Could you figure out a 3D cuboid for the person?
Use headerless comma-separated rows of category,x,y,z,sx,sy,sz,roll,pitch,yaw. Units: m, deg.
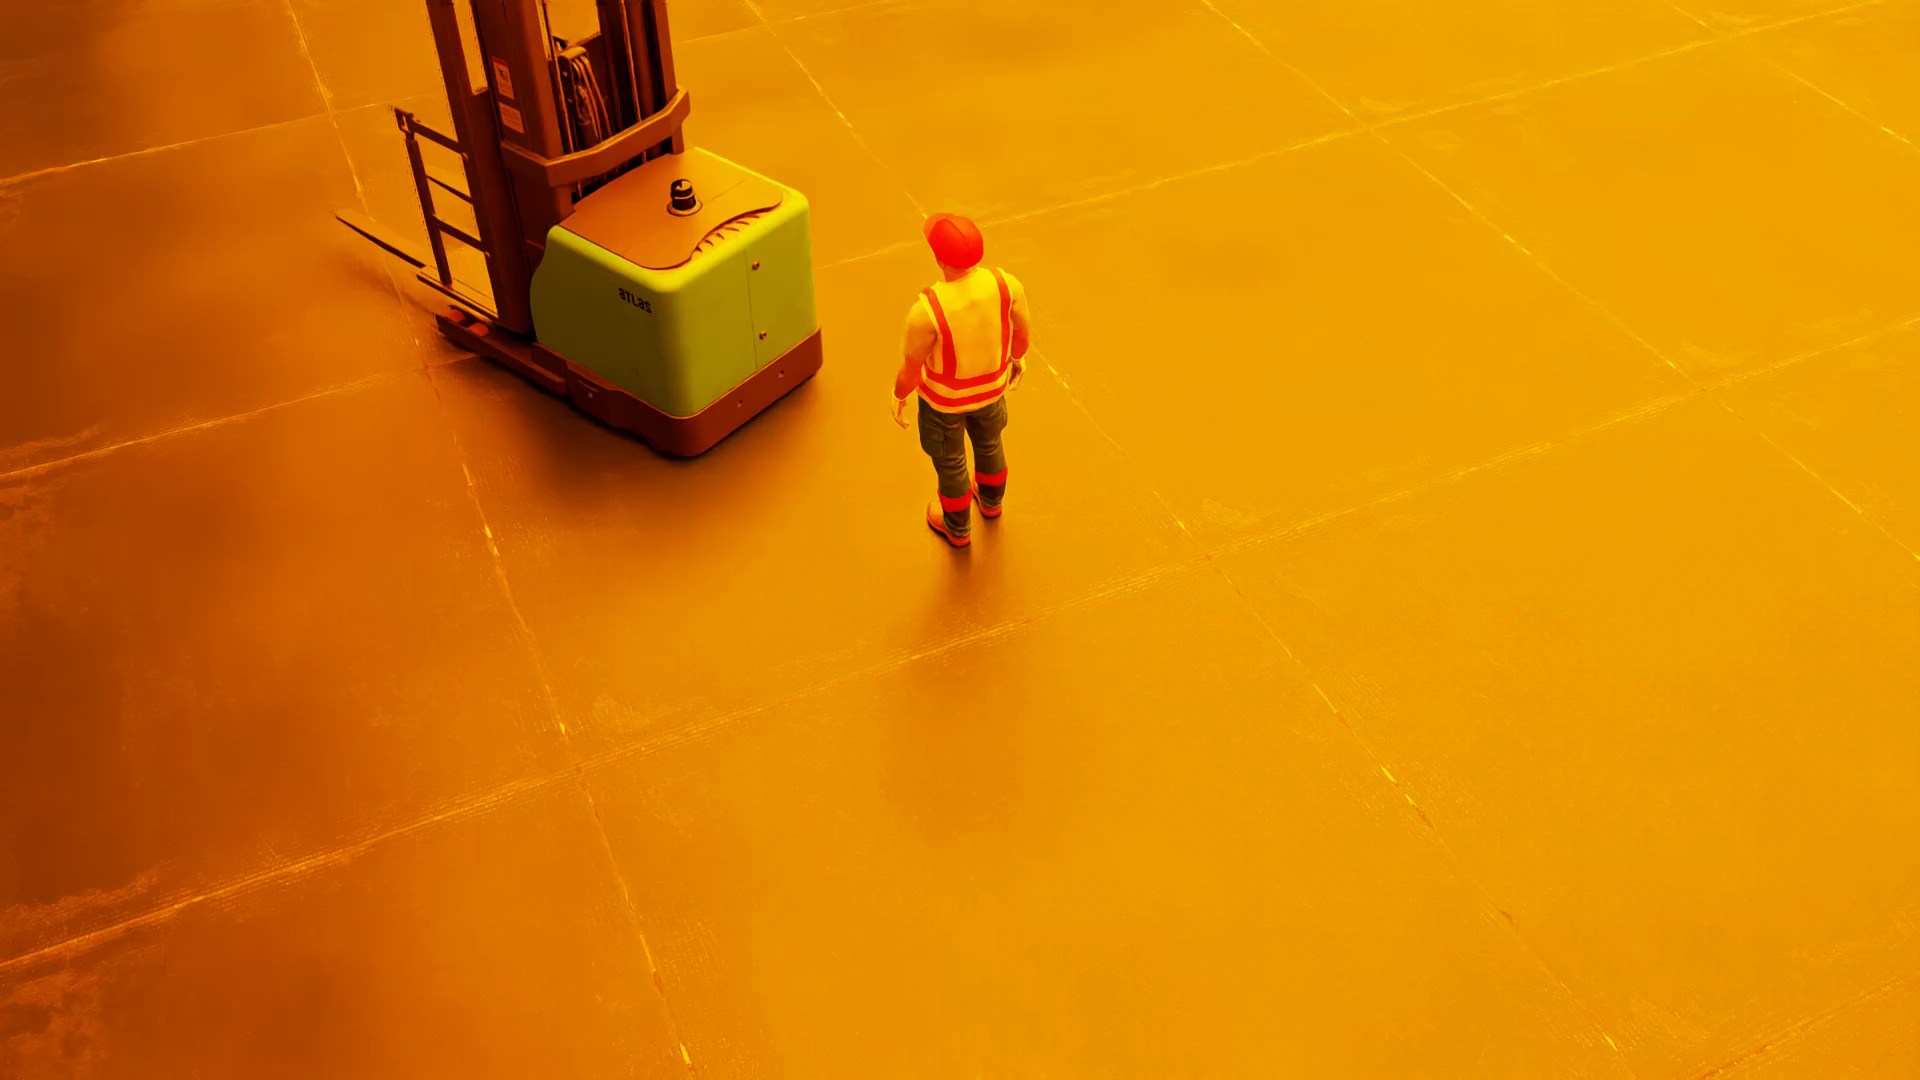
person,-0.022,-0.713,7.270,0.638,1.788,0.563,-18,46,-18

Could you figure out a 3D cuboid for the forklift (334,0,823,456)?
forklift,-2.188,-2.319,8.165,3.031,2.935,1.130,28,50,27
